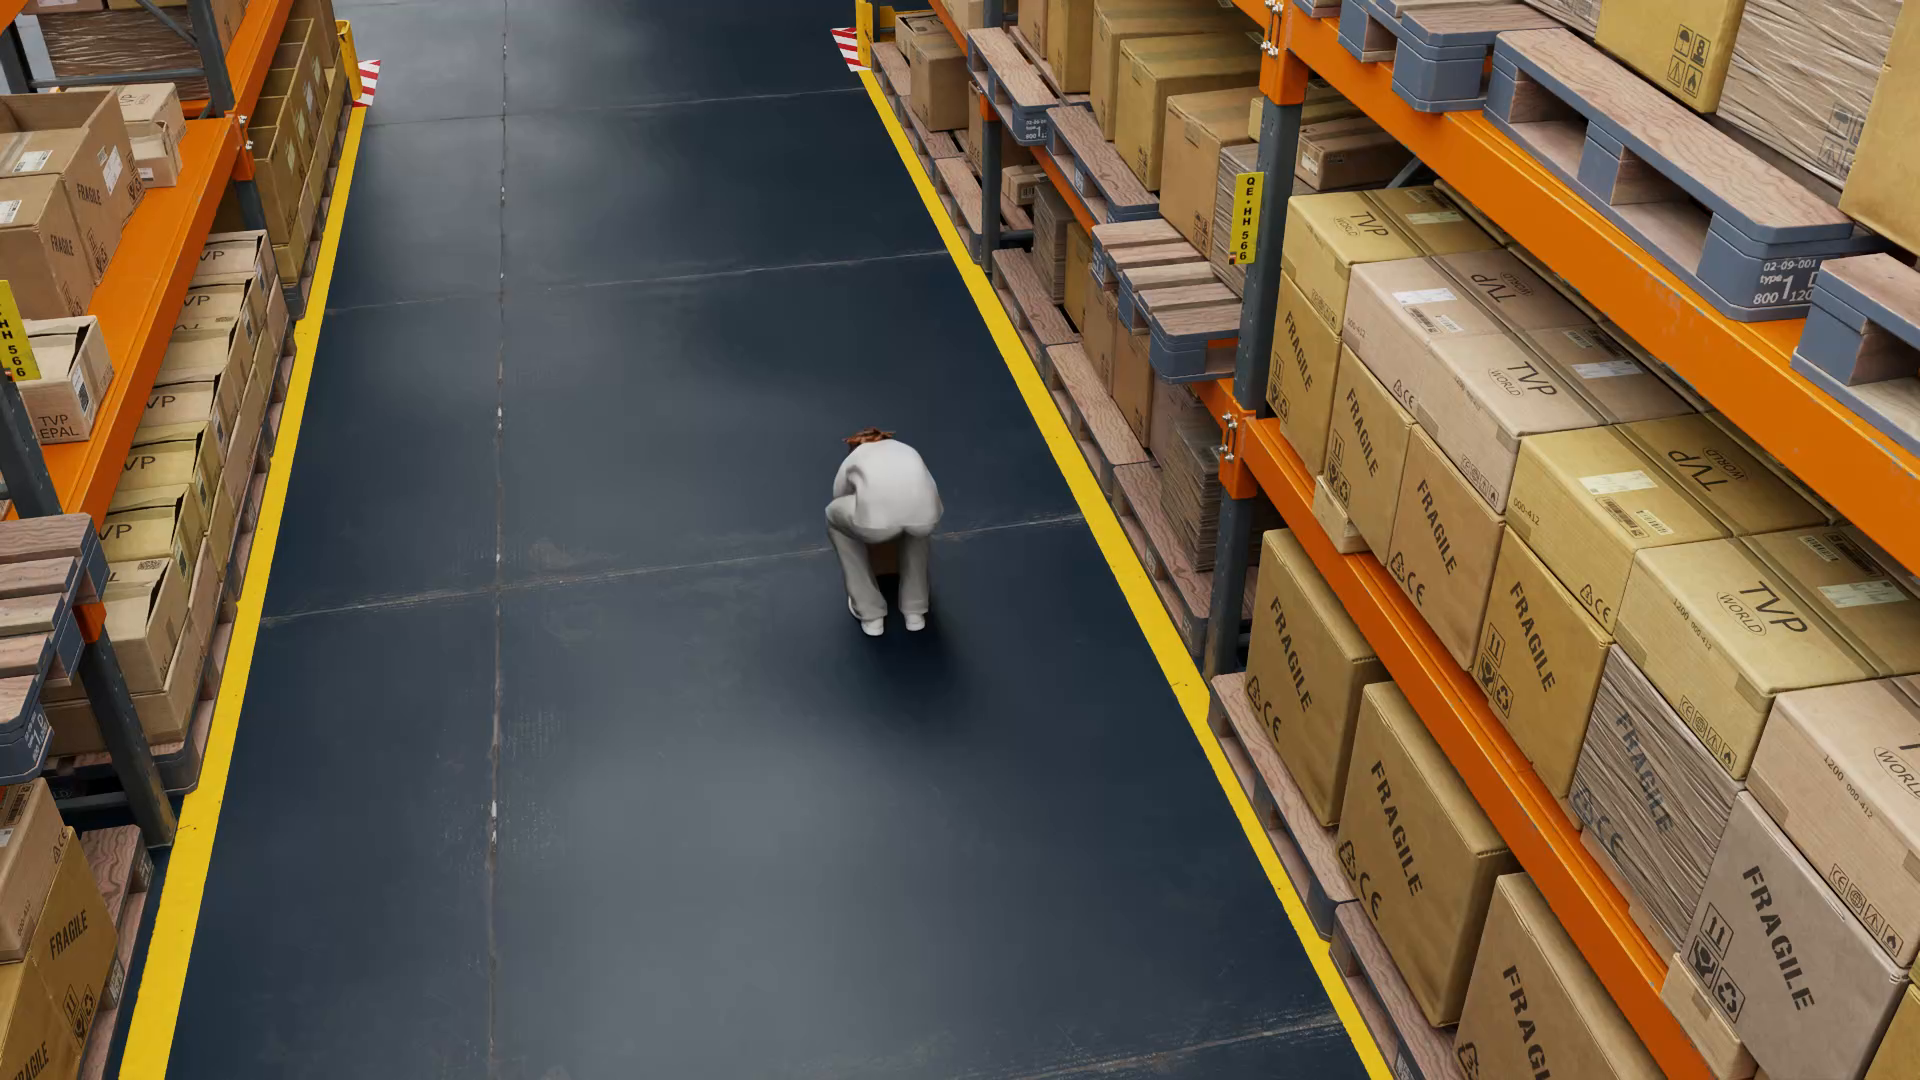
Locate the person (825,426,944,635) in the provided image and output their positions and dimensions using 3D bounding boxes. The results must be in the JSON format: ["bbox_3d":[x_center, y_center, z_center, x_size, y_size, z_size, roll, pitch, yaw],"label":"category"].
[{"bbox_3d":[-0.333,-0.074,6.991,0.457,0.841,0.853,-9,35,-13],"label":"person"}]
